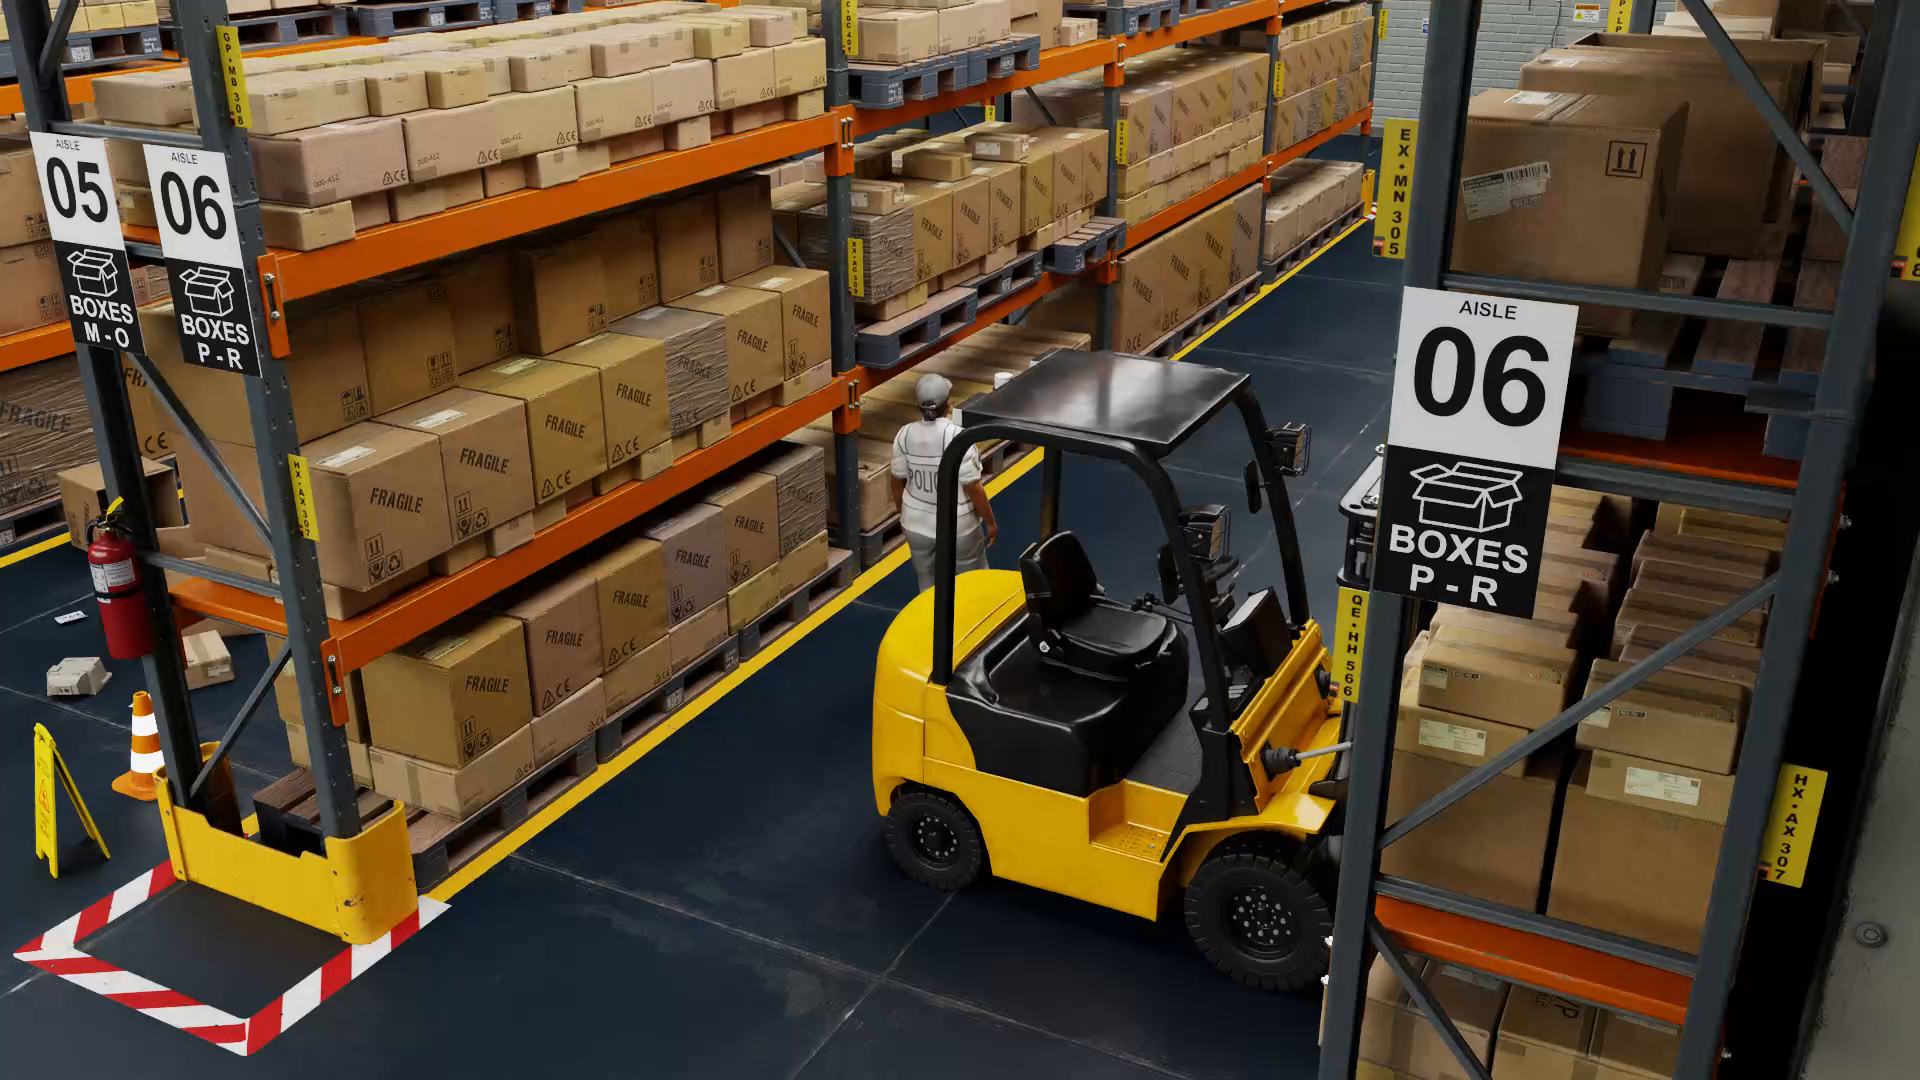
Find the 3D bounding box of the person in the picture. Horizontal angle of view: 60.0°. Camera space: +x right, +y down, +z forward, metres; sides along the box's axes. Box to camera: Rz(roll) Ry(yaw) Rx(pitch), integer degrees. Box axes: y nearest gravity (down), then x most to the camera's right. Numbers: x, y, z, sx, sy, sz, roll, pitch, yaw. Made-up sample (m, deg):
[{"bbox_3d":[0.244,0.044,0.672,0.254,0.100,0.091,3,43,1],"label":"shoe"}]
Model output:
[{"bbox_3d":[-0.038,-0.097,8.793,0.599,1.670,0.529,11,25,24],"label":"person"}]
